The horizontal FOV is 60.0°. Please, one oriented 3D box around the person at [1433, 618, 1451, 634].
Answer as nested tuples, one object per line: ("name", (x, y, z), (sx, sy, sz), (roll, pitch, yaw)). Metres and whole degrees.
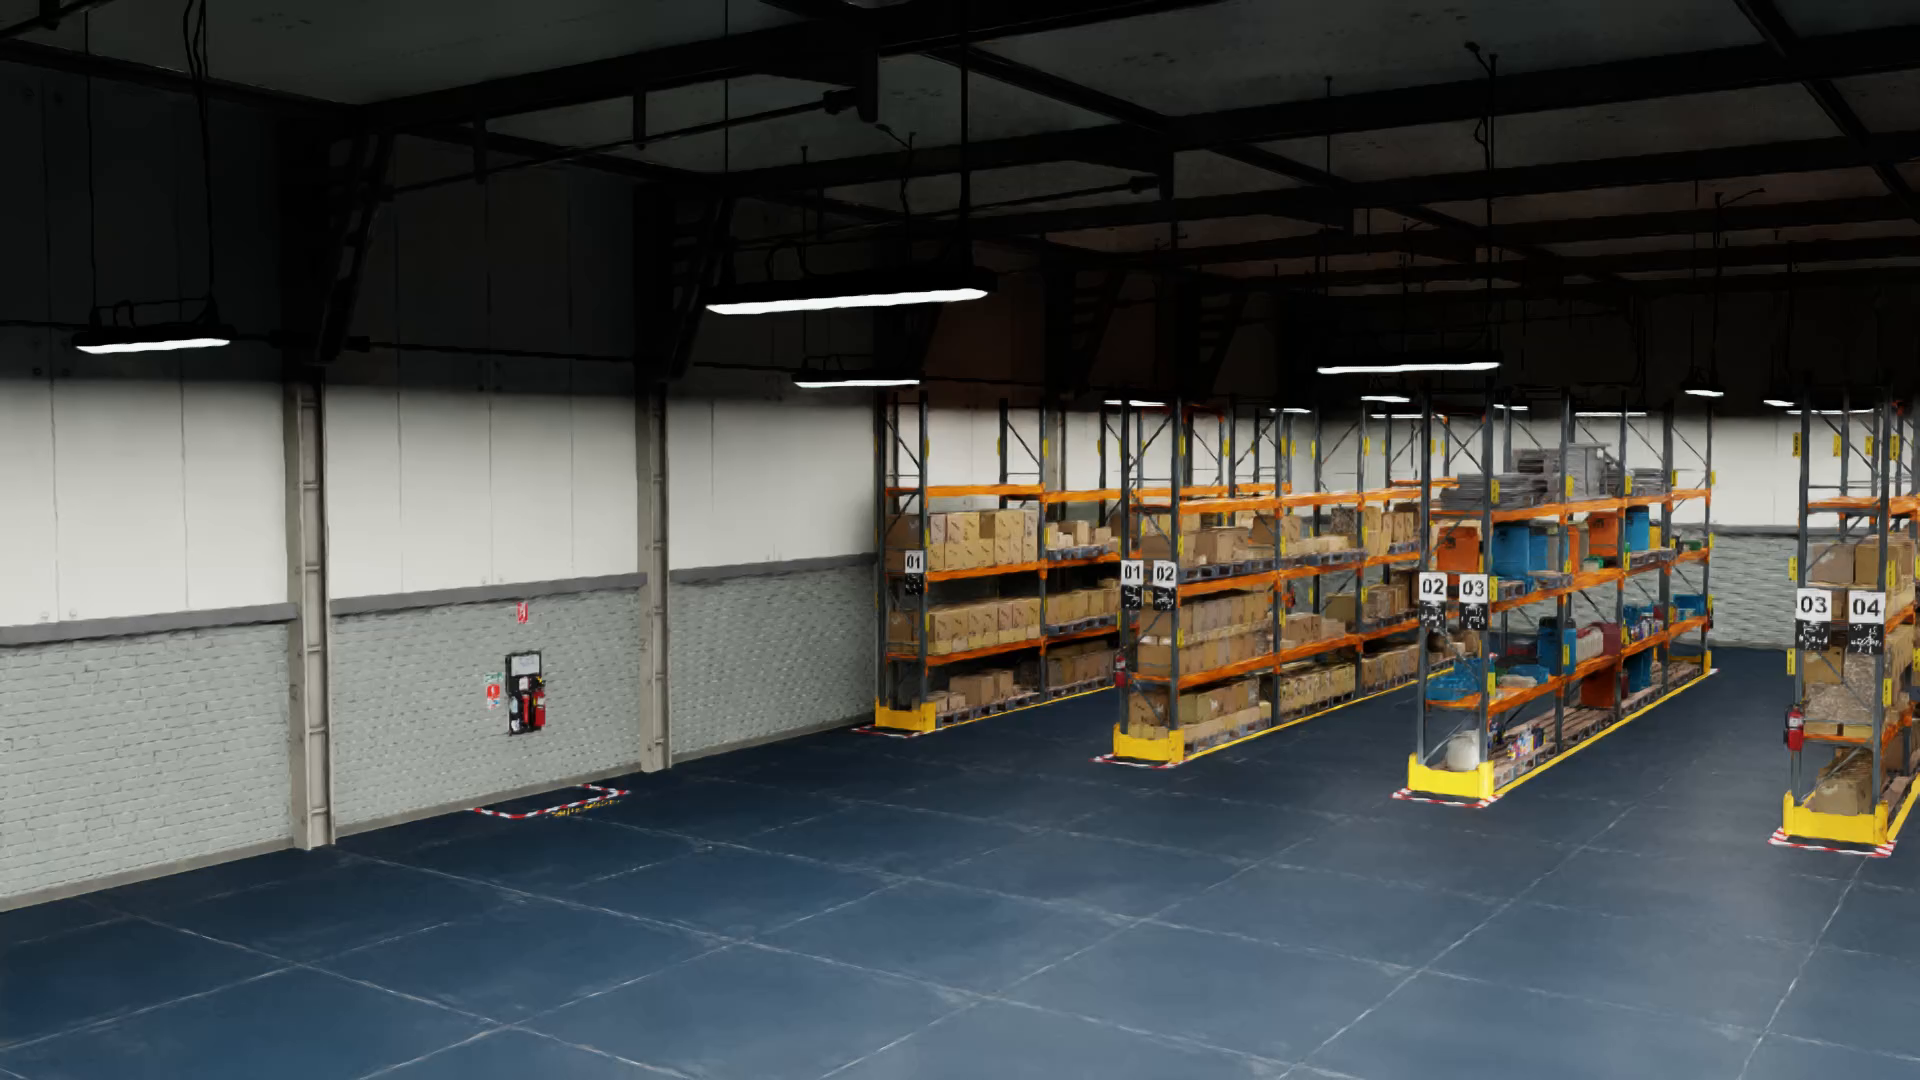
("person", (12.988, 1.697, 44.452), (0.642, 1.659, 0.454), (-2, 4, -27))
